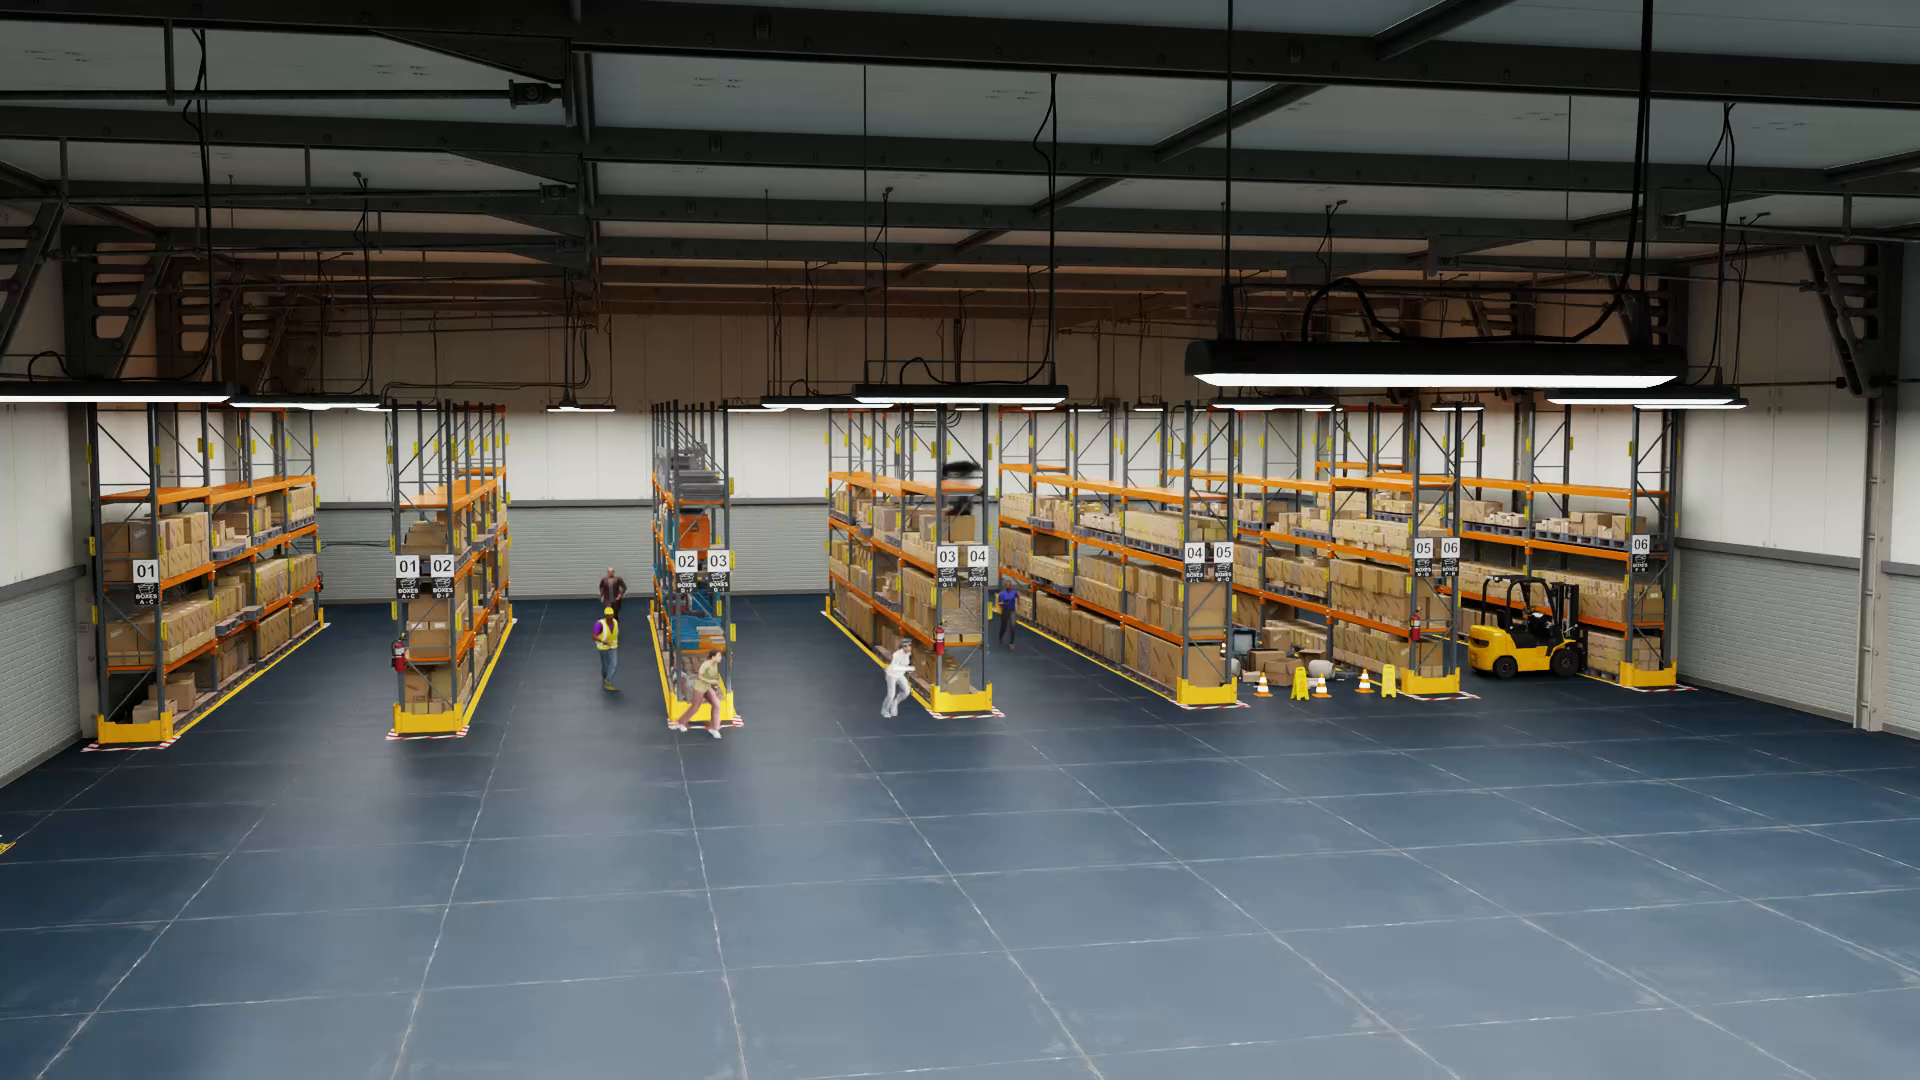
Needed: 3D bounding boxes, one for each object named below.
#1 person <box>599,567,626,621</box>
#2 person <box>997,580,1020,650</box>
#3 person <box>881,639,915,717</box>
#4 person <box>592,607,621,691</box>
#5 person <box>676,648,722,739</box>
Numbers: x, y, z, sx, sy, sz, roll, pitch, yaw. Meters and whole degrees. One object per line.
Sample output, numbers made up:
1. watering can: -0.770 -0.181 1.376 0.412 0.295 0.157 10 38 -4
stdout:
1. person: -9.006 1.597 43.157 0.712 1.806 0.879 0 4 -4
2. person: 1.189 1.826 40.841 0.587 1.699 0.897 -1 4 -7
3. person: -1.138 2.588 31.341 0.877 1.533 0.620 4 6 41
4. person: -7.363 2.244 34.548 0.672 1.735 0.847 -3 5 -31
5. person: -4.645 2.717 29.611 0.967 1.629 0.608 2 5 23
